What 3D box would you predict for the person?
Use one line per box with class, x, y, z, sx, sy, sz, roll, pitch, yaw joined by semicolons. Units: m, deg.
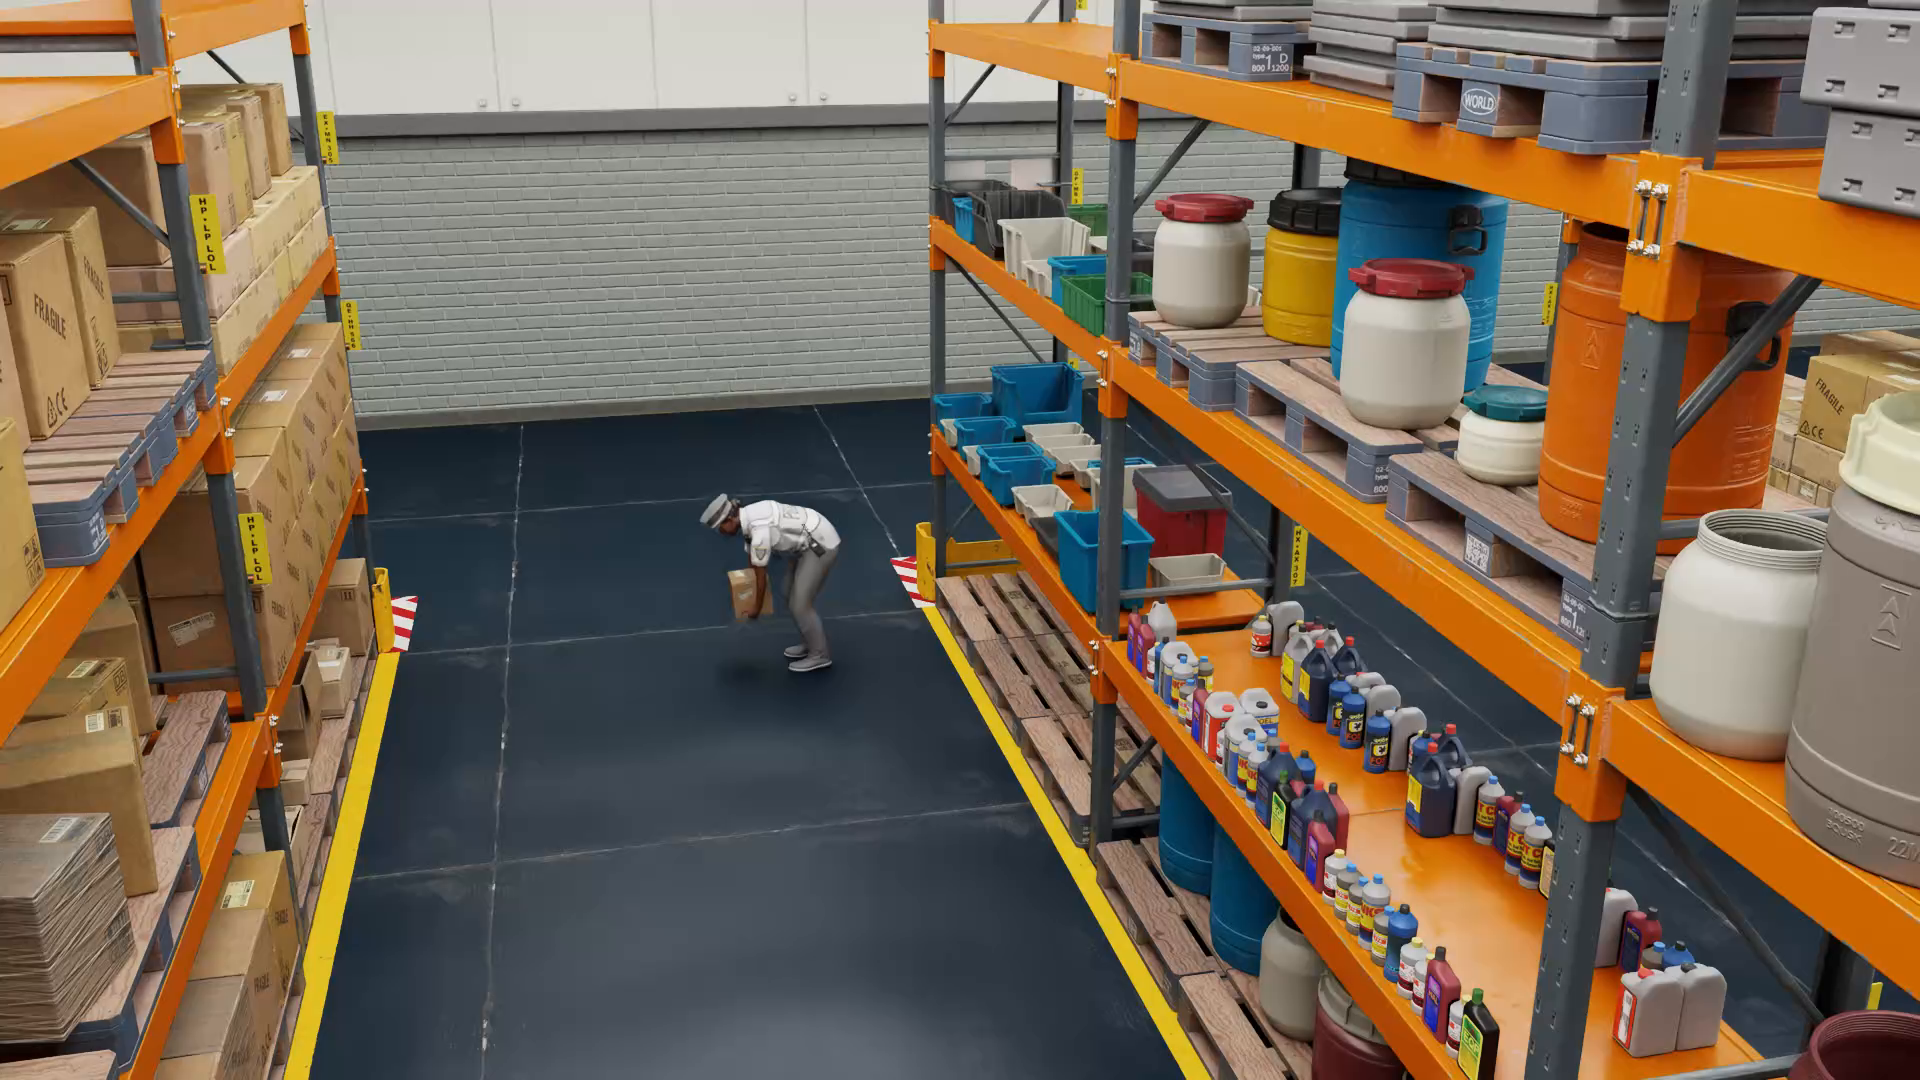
person;-1.251;0.266;11.058;0.920;1.238;0.417;-5;20;-14
